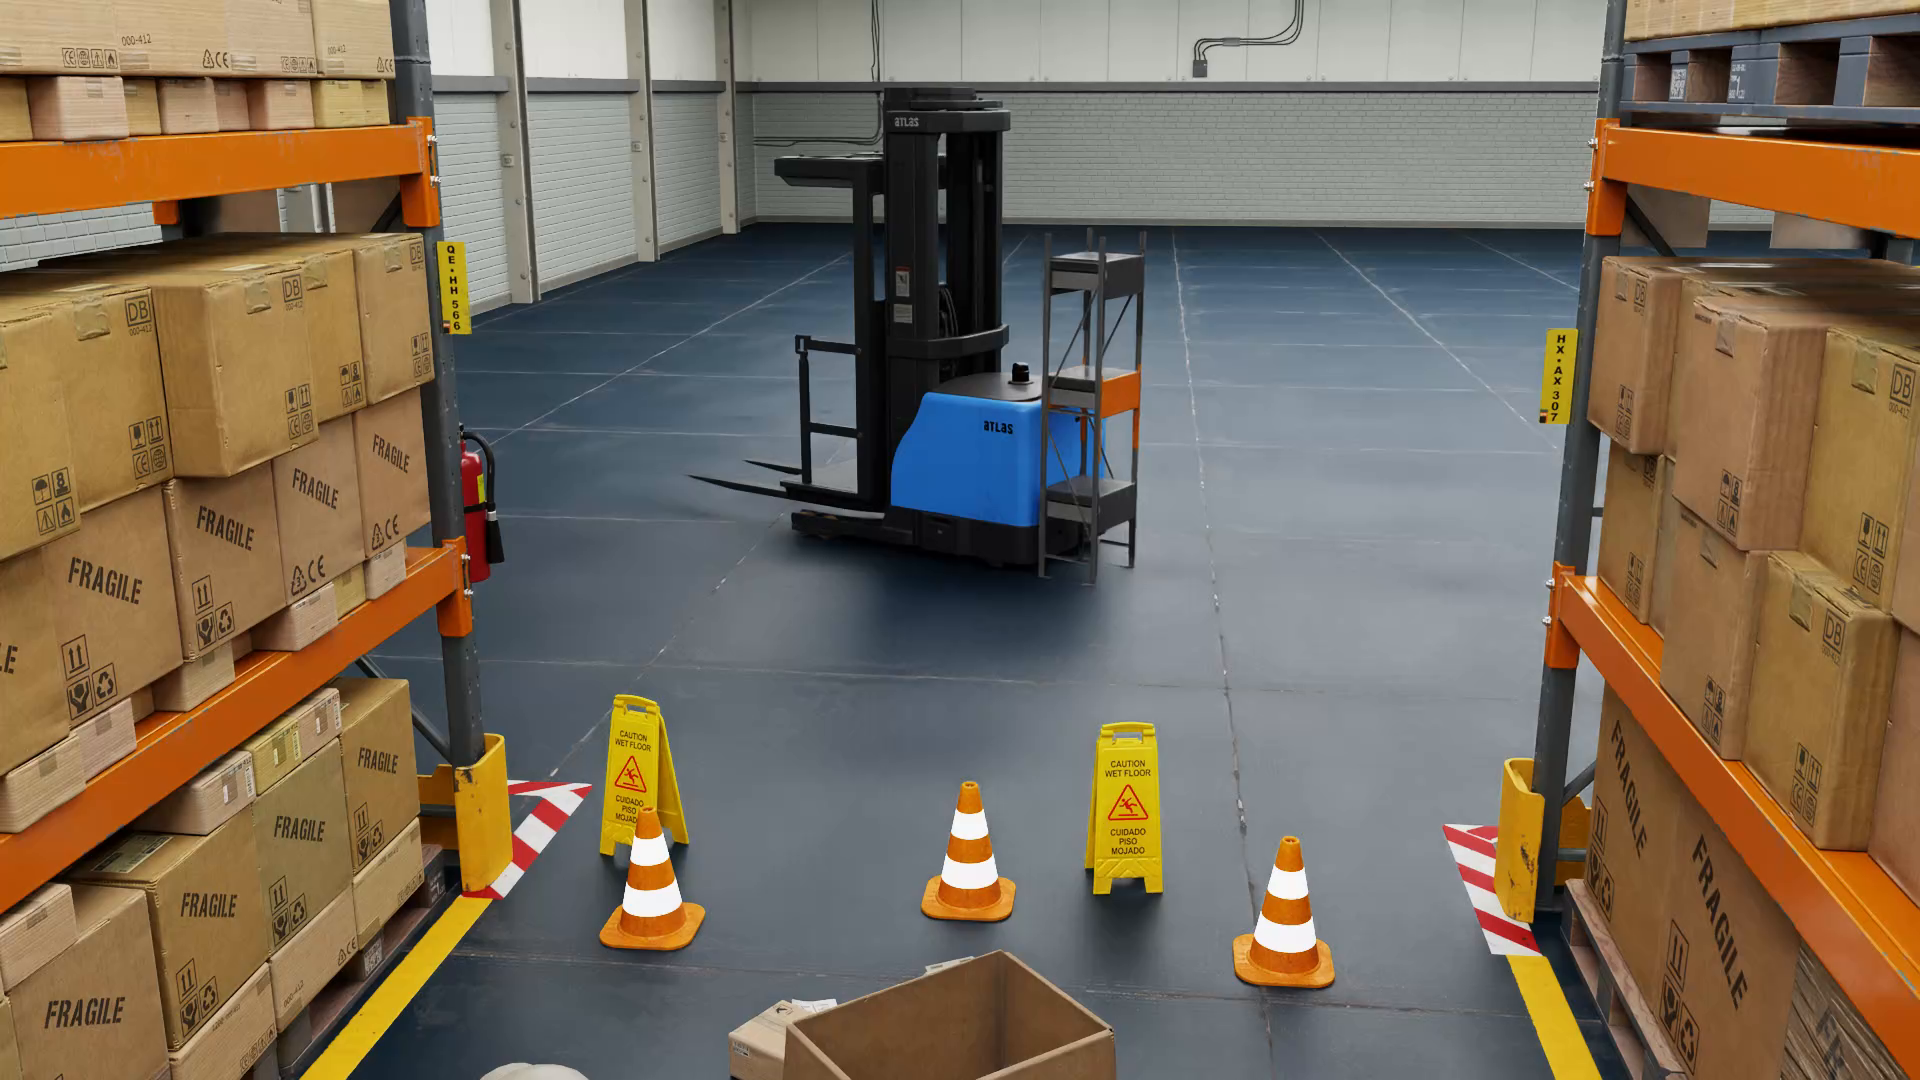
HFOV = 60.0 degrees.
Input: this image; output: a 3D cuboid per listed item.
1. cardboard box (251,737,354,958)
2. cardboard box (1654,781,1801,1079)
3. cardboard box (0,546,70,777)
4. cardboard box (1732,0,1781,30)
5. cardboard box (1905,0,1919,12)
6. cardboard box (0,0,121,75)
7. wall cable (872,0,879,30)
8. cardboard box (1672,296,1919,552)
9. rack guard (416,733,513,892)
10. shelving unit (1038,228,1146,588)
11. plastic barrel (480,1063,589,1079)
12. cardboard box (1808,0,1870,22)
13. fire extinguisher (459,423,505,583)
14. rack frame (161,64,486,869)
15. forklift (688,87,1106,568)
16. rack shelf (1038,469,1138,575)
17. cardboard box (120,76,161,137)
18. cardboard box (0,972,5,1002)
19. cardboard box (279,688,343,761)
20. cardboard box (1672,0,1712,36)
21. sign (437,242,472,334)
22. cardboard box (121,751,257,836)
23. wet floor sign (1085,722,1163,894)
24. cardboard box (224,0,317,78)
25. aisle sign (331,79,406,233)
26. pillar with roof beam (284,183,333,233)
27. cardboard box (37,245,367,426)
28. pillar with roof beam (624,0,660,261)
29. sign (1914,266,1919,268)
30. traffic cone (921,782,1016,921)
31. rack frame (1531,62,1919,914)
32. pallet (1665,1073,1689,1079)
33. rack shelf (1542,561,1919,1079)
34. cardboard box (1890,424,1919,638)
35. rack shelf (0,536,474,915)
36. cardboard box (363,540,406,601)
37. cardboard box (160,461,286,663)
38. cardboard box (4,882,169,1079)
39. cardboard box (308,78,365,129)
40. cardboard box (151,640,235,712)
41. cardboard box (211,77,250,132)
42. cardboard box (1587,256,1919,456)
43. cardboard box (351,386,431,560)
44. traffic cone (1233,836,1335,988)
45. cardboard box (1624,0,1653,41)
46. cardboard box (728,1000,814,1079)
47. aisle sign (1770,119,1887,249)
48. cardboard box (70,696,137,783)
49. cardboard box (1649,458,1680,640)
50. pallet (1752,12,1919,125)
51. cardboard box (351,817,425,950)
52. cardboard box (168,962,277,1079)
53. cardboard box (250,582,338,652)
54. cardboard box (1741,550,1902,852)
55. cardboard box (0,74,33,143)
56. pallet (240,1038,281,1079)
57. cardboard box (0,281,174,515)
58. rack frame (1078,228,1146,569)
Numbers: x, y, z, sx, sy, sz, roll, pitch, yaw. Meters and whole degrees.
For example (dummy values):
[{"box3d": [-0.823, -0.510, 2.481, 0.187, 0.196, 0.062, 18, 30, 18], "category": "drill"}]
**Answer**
[{"box3d": [-2.228, 0.911, 5.072, 0.500, 0.500, 0.500, 2, 15, 8], "category": "cardboard box"}, {"box3d": [2.481, 1.146, 4.442, 0.875, 0.875, 0.875, 1, 15, 5], "category": "cardboard box"}, {"box3d": [-2.363, 0.277, 3.631, 0.500, 0.500, 0.500, 2, 15, 6], "category": "cardboard box"}, {"box3d": [2.118, -1.319, 4.032, 0.380, 0.149, 0.250, 2, 15, 6], "category": "cardboard box"}, {"box3d": [2.003, -1.057, 3.064, 0.380, 0.149, 0.250, 2, 15, 6], "category": "cardboard box"}, {"box3d": [-2.297, -1.185, 3.767, 0.500, 0.250, 0.500, 2, 15, 7], "category": "cardboard box"}, {"box3d": [-0.528, -12.455, 36.256, 3.097, 2.526, 0.112, 2, 15, 6], "category": "wall cable"}, {"box3d": [2.340, -0.295, 4.149, 0.875, 0.550, 0.550, 2, 15, 6], "category": "cardboard box"}, {"box3d": [-2.349, 1.024, 6.417, 1.175, 0.500, 0.348, 2, 15, 6], "category": "rack guard"}, {"box3d": [0.799, -0.808, 10.120, 0.431, 2.100, 0.503, 11, 18, 33], "category": "shelving unit"}, {"box3d": [-1.070, 1.622, 4.354, 0.421, 0.421, 0.512, -14, 20, -42], "category": "plastic barrel"}, {"box3d": [2.061, -1.188, 3.546, 0.380, 0.149, 0.250, 2, 15, 7], "category": "cardboard box"}, {"box3d": [-1.870, -0.181, 6.233, 0.296, 0.674, 0.183, 2, 15, 6], "category": "fire extinguisher"}, {"box3d": [-2.341, -0.202, 6.163, 1.000, 3.000, 0.127, 2, 15, 6], "category": "rack frame"}, {"box3d": [-0.533, -1.518, 11.160, 3.031, 2.935, 1.130, 10, 18, 33], "category": "forklift"}, {"box3d": [0.794, -0.120, 10.309, 0.431, 0.518, 0.480, 11, 18, 33], "category": "rack shelf"}, {"box3d": [-2.276, -1.097, 4.207, 0.380, 0.149, 0.250, 1, 15, 5], "category": "cardboard box"}, {"box3d": [-2.328, 0.976, 3.591, 0.380, 0.149, 0.250, 2, 15, 8], "category": "cardboard box"}, {"box3d": [-2.147, 0.560, 5.129, 0.380, 0.149, 0.250, 2, 15, 8], "category": "cardboard box"}, {"box3d": [2.175, -1.450, 4.516, 0.380, 0.149, 0.250, 2, 15, 6], "category": "cardboard box"}, {"box3d": [-1.792, -0.892, 5.891, 0.100, 0.325, 0.005, 2, 15, 6], "category": "sign"}, {"box3d": [-2.210, 0.693, 4.635, 0.380, 0.149, 0.250, 2, 15, 9], "category": "cardboard box"}, {"box3d": [0.625, 0.988, 6.272, 0.267, 0.644, 0.232, -1, 15, -3], "category": "wet floor sign"}, {"box3d": [-2.202, -1.451, 4.751, 0.500, 0.250, 0.500, 1, 15, 5], "category": "cardboard box"}, {"box3d": [-2.046, -1.465, 5.852, 0.394, 0.787, 0.004, 2, 15, 6], "category": "aisle sign"}, {"box3d": [-2.616, -6.075, 16.389, 9.100, 9.000, 0.400, 2, 15, 6], "category": "pillar with roof beam"}, {"box3d": [-2.246, -0.607, 4.983, 0.700, 0.500, 0.500, 2, 15, 7], "category": "cardboard box"}, {"box3d": [-1.262, -9.187, 27.899, 9.100, 9.000, 0.400, 2, 15, 6], "category": "pillar with roof beam"}, {"box3d": [3.126, -0.736, 5.467, 0.100, 0.325, 0.005, 2, 15, 6], "category": "sign"}, {"box3d": [0.034, 1.116, 6.147, 0.336, 0.463, 0.334, 2, 15, 6], "category": "traffic cone"}, {"box3d": [2.589, -0.083, 5.721, 1.000, 3.000, 0.127, 2, 15, 6], "category": "rack frame"}, {"box3d": [2.436, 1.789, 4.143, 1.003, 0.211, 1.213, 2, 15, 6], "category": "pallet"}, {"box3d": [2.363, 0.783, 3.897, 1.077, 0.370, 4.000, 2, 15, 6], "category": "rack shelf"}, {"box3d": [2.357, -0.016, 3.117, 0.875, 0.550, 0.550, 2, 15, 6], "category": "cardboard box"}, {"box3d": [-2.567, 0.664, 4.339, 1.077, 0.370, 4.000, 2, 15, 6], "category": "rack shelf"}, {"box3d": [-2.089, 0.091, 5.559, 0.380, 0.149, 0.250, 2, 15, 6], "category": "cardboard box"}, {"box3d": [-2.249, 0.014, 4.602, 0.500, 0.500, 0.500, 2, 15, 6], "category": "cardboard box"}, {"box3d": [-2.349, 1.179, 4.081, 0.500, 0.500, 0.500, 3, 15, 9], "category": "cardboard box"}, {"box3d": [-2.099, -1.363, 5.190, 0.380, 0.149, 0.250, 2, 15, 7], "category": "cardboard box"}, {"box3d": [-2.245, 0.356, 4.580, 0.380, 0.149, 0.250, 2, 15, 6], "category": "cardboard box"}, {"box3d": [-2.257, -1.231, 4.703, 0.380, 0.149, 0.250, 2, 15, 7], "category": "cardboard box"}, {"box3d": [2.509, -0.581, 5.209, 0.875, 0.550, 0.550, 2, 15, 6], "category": "cardboard box"}, {"box3d": [-2.128, -0.245, 5.561, 0.500, 0.500, 0.500, 1, 15, 5], "category": "cardboard box"}, {"box3d": [1.118, 1.238, 5.698, 0.336, 0.463, 0.334, 2, 15, 6], "category": "traffic cone"}, {"box3d": [2.232, -1.581, 5.001, 0.380, 0.149, 0.250, 2, 15, 7], "category": "cardboard box"}, {"box3d": [-0.482, 1.573, 5.059, 0.380, 0.149, 0.250, 11, 19, 35], "category": "cardboard box"}, {"box3d": [2.895, -1.347, 5.417, 0.394, 0.787, 0.004, 2, 15, 6], "category": "aisle sign"}, {"box3d": [-2.284, 0.487, 4.097, 0.380, 0.149, 0.250, 2, 15, 6], "category": "cardboard box"}, {"box3d": [2.552, 0.086, 4.811, 0.875, 0.550, 0.550, 2, 15, 6], "category": "cardboard box"}, {"box3d": [2.380, -0.978, 3.455, 1.003, 0.211, 1.213, 2, 15, 6], "category": "pallet"}, {"box3d": [-2.168, 1.146, 5.640, 0.500, 0.250, 0.500, 2, 15, 6], "category": "cardboard box"}, {"box3d": [-2.285, 1.410, 4.664, 0.500, 0.250, 0.500, 1, 15, 4], "category": "cardboard box"}, {"box3d": [-2.138, 0.225, 5.065, 0.380, 0.149, 0.250, 2, 15, 7], "category": "cardboard box"}, {"box3d": [2.345, 0.366, 3.775, 0.875, 0.550, 0.500, 2, 15, 6], "category": "cardboard box"}, {"box3d": [-2.338, -0.966, 3.722, 0.380, 0.149, 0.250, 2, 15, 7], "category": "cardboard box"}, {"box3d": [-2.616, 1.689, 4.512, 1.003, 0.211, 1.213, 2, 15, 6], "category": "pallet"}, {"box3d": [-2.396, -0.346, 4.019, 0.700, 0.500, 0.500, 2, 15, 6], "category": "cardboard box"}, {"box3d": [0.937, -0.860, 10.314, 0.400, 2.100, 0.015, 11, 18, 33], "category": "rack frame"}]
